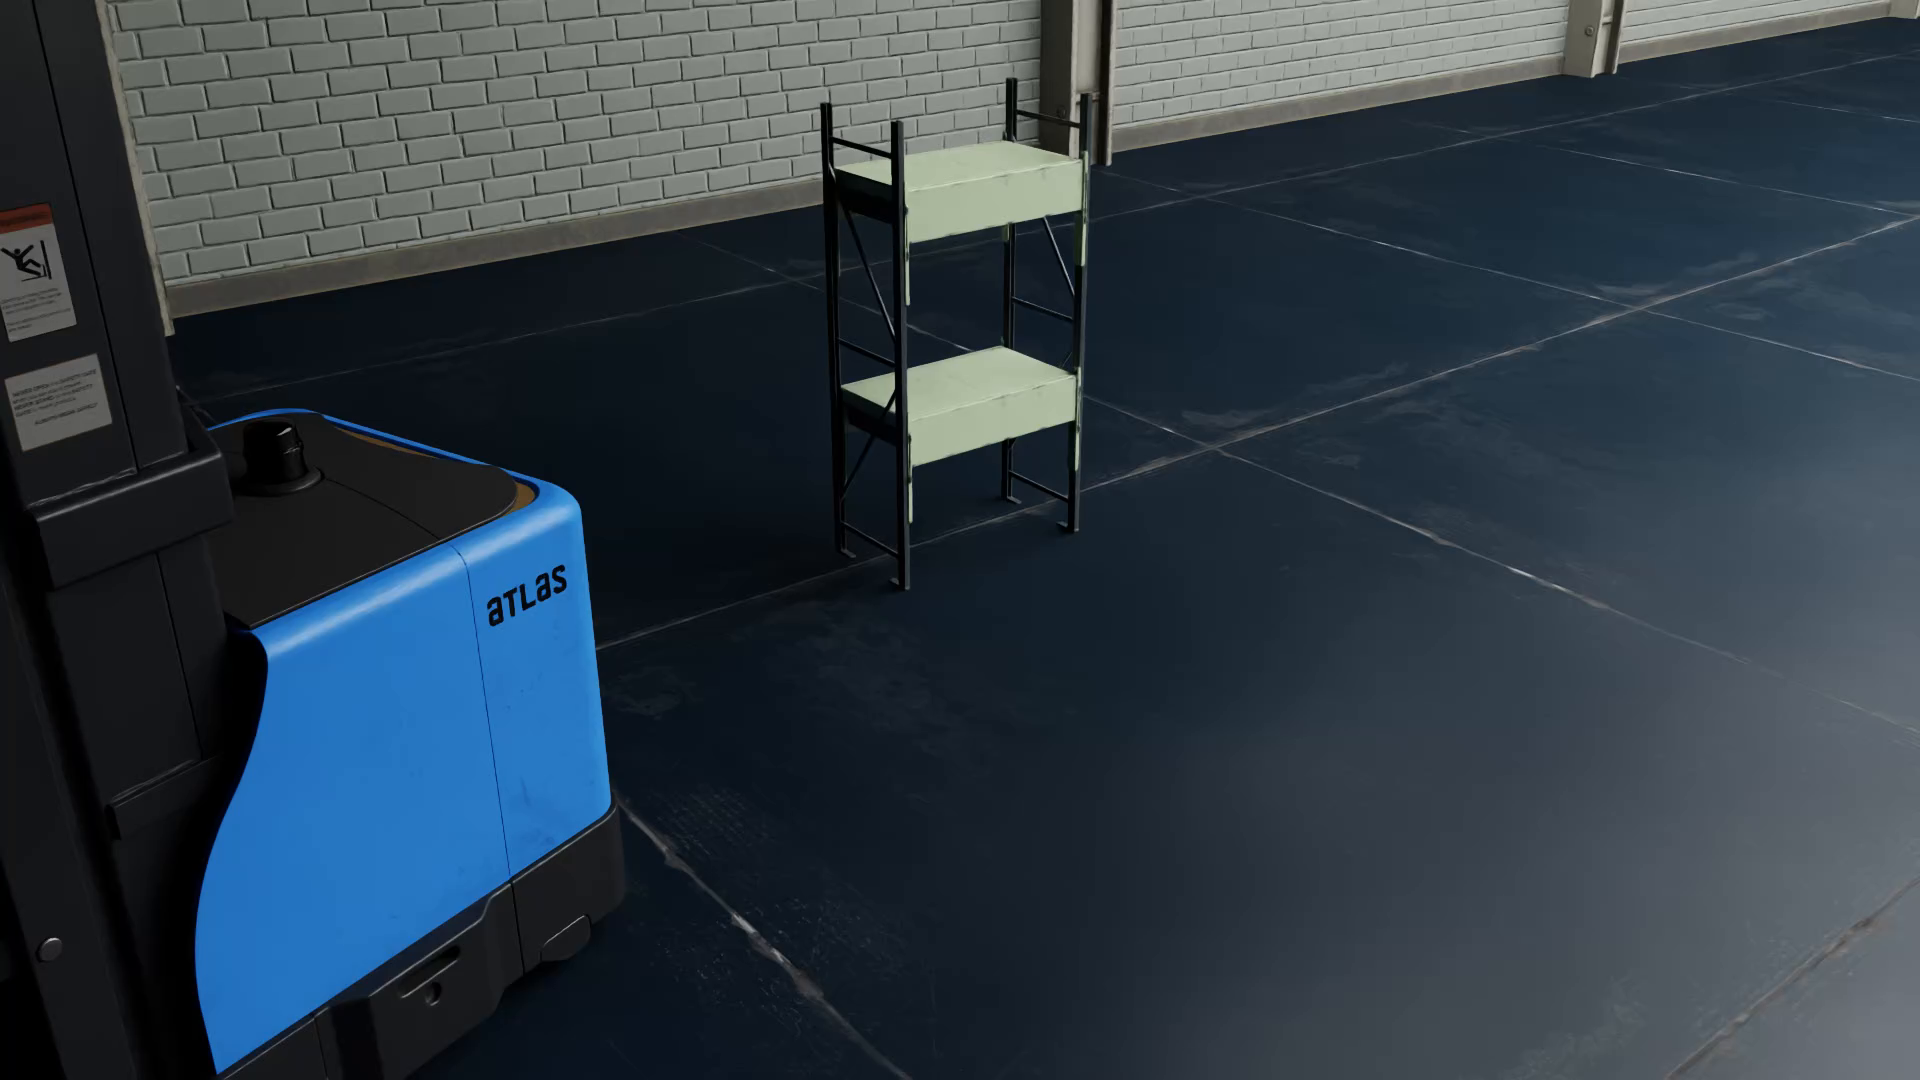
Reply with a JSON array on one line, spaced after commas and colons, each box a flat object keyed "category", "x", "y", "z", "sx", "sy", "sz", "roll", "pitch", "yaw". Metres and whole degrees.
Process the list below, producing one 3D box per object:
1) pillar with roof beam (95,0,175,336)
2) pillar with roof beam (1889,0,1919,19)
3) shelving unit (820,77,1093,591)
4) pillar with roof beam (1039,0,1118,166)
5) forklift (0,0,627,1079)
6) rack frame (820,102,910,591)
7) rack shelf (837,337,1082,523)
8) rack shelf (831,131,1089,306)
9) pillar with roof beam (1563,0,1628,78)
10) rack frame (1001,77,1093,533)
[{"category": "pillar with roof beam", "x": -1.291, "y": -3.623, "z": 2.868, "sx": 0.400, "sy": 9.000, "sz": 9.100, "roll": -18, "pitch": 31, "yaw": -34}, {"category": "pillar with roof beam", "x": 12.873, "y": -8.299, "z": 12.943, "sx": 0.400, "sy": 9.000, "sz": 9.100, "roll": -18, "pitch": 31, "yaw": -34}, {"category": "shelving unit", "x": -0.005, "y": -0.679, "z": 5.431, "sx": 0.755, "sy": 1.500, "sz": 0.431, "roll": -18, "pitch": 31, "yaw": -34}, {"category": "pillar with roof beam", "x": 3.430, "y": -5.182, "z": 6.226, "sx": 0.400, "sy": 9.000, "sz": 9.100, "roll": -18, "pitch": 31, "yaw": -34}, {"category": "forklift", "x": -1.998, "y": -0.054, "z": 2.384, "sx": 1.130, "sy": 2.935, "sz": 3.031, "roll": 16, "pitch": 29, "yaw": 30}, {"category": "rack frame", "x": -0.293, "y": -0.583, "z": 5.226, "sx": 0.023, "sy": 1.500, "sz": 0.400, "roll": -18, "pitch": 31, "yaw": -34}, {"category": "rack shelf", "x": -0.005, "y": -0.383, "z": 5.568, "sx": 0.720, "sy": 0.370, "sz": 0.431, "roll": -18, "pitch": 31, "yaw": -34}, {"category": "rack shelf", "x": -0.005, "y": -1.033, "z": 5.266, "sx": 0.720, "sy": 0.370, "sz": 0.431, "roll": -18, "pitch": 31, "yaw": -34}, {"category": "pillar with roof beam", "x": 8.152, "y": -6.741, "z": 9.584, "sx": 0.400, "sy": 9.000, "sz": 9.100, "roll": -18, "pitch": 31, "yaw": -34}, {"category": "rack frame", "x": 0.283, "y": -0.774, "z": 5.635, "sx": 0.023, "sy": 1.500, "sz": 0.400, "roll": -18, "pitch": 31, "yaw": -34}]
